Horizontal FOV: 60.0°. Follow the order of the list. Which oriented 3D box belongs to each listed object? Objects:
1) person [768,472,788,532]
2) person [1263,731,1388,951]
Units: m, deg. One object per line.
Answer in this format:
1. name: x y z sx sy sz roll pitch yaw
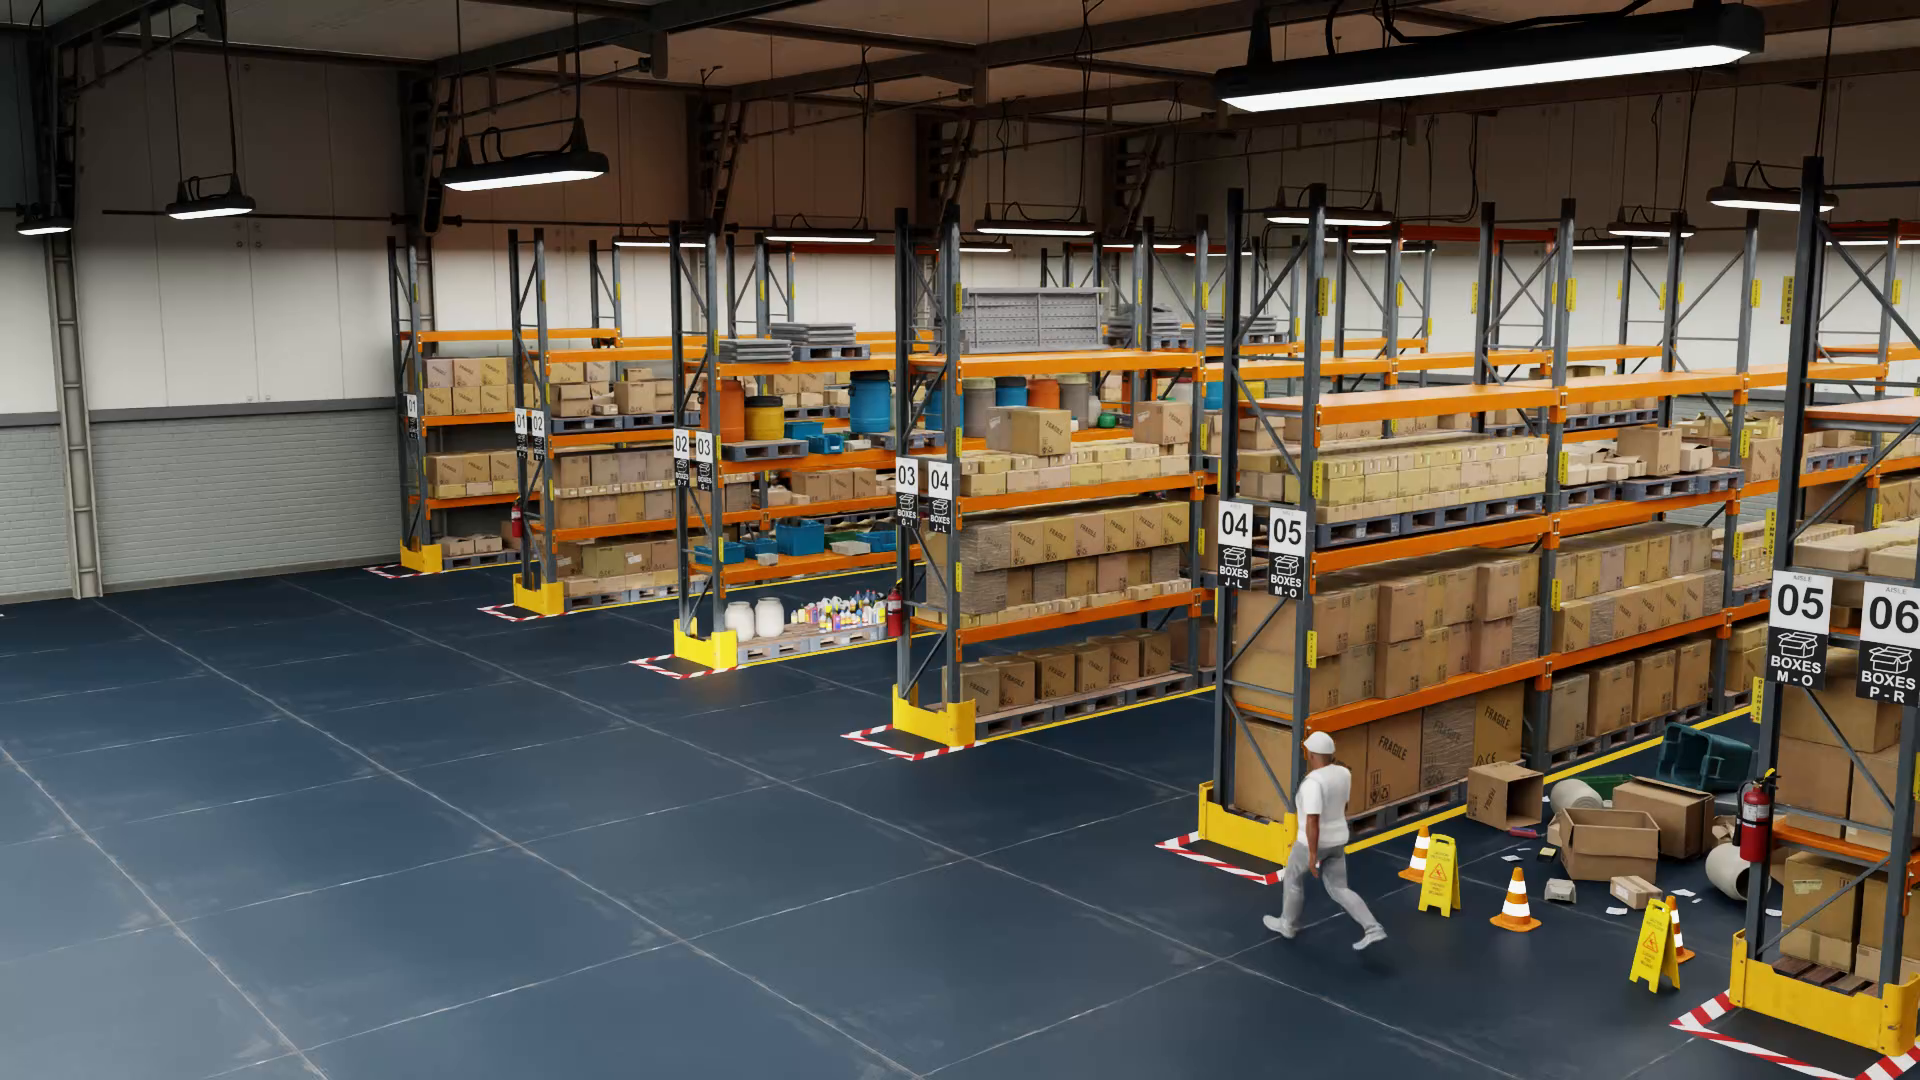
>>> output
1. person: -3.526 -0.497 31.539 1.042 1.614 0.588 -7 11 -39
2. person: 2.854 2.349 12.958 0.626 1.715 1.068 -6 11 -35
